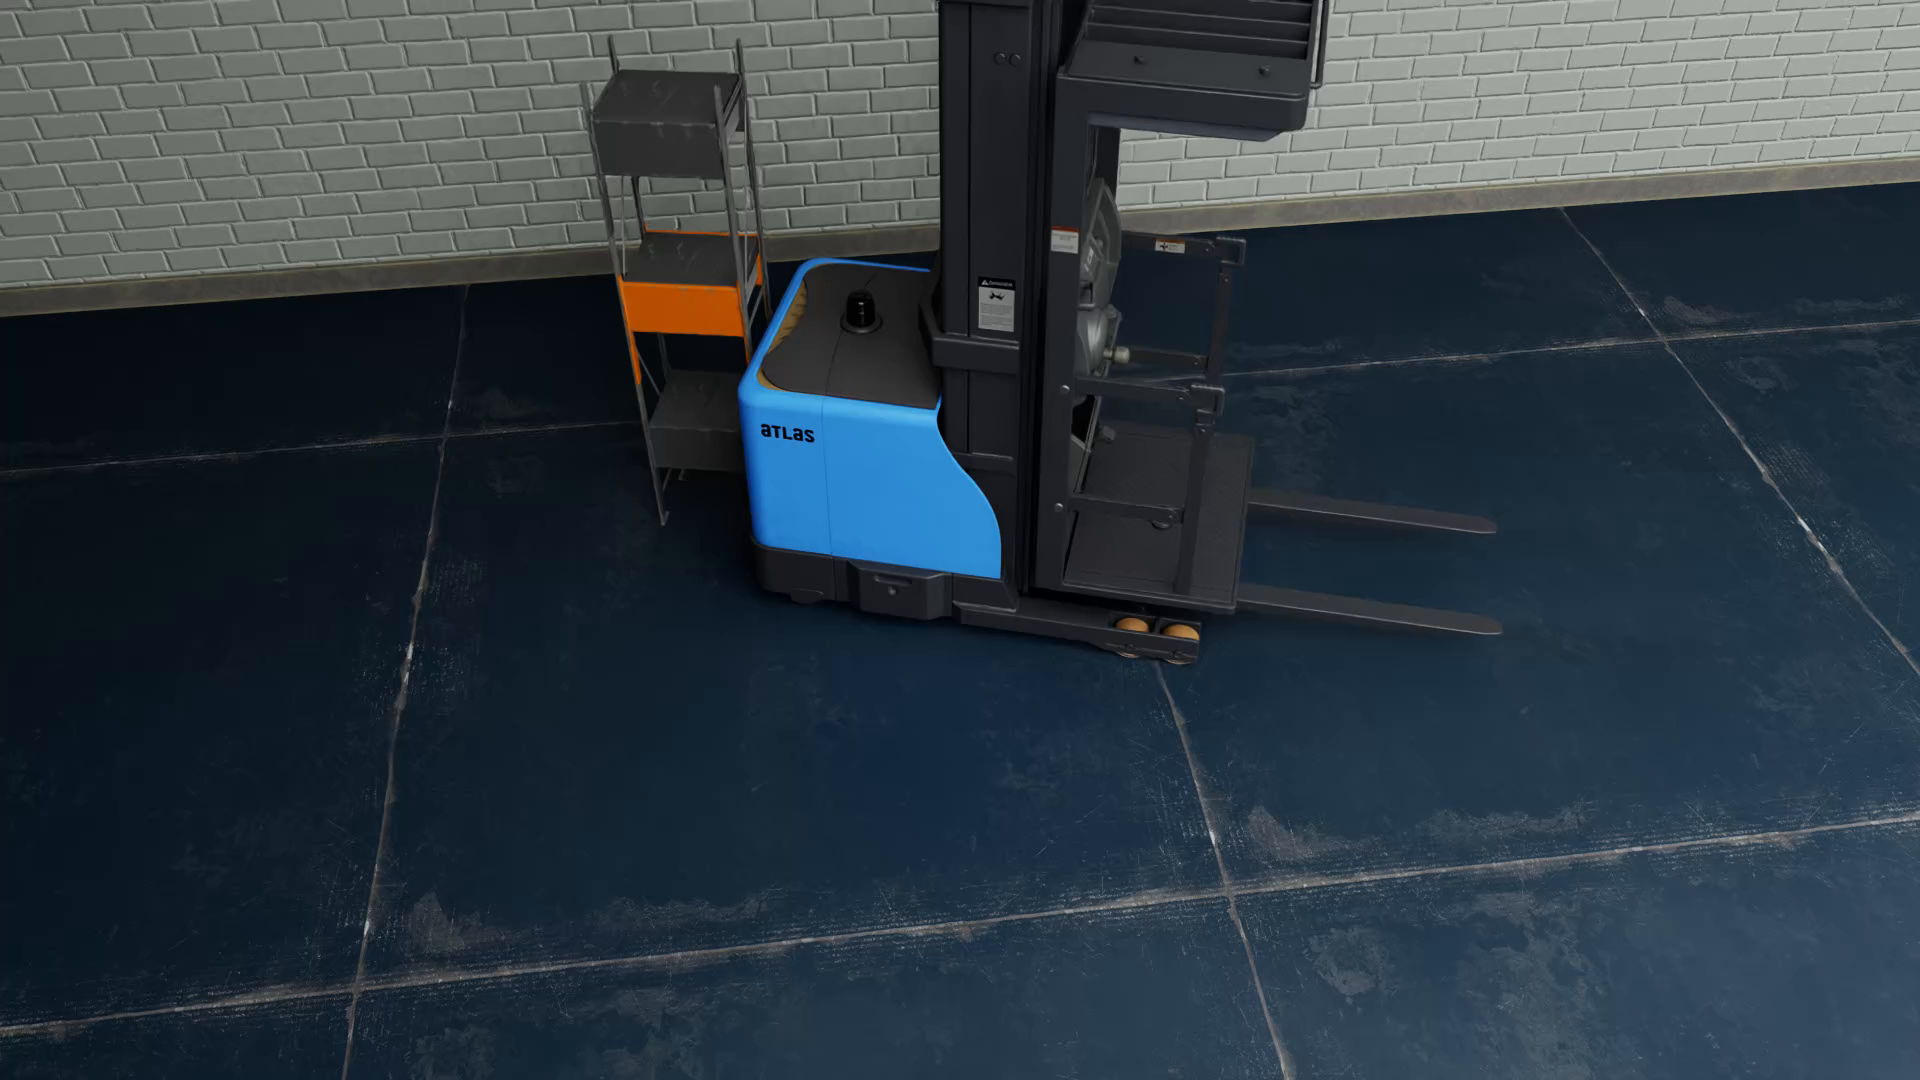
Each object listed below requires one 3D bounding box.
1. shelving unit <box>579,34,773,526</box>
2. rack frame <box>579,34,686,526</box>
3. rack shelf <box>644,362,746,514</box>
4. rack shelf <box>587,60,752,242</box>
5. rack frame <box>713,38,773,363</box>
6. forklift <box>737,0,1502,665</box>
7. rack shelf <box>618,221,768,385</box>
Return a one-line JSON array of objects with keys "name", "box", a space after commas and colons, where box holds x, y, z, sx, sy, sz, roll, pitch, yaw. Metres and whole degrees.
[{"name": "shelving unit", "box": [-1.063, -0.960, 6.739, 0.503, 2.100, 0.431, 4, 42, 6]}, {"name": "rack frame", "box": [-1.305, -0.975, 6.763, 0.015, 2.100, 0.400, 4, 42, 6]}, {"name": "rack shelf", "box": [-1.049, -0.430, 7.217, 0.480, 0.518, 0.431, 4, 42, 6]}, {"name": "rack shelf", "box": [-1.076, -1.470, 6.280, 0.480, 0.518, 0.431, 4, 42, 6]}, {"name": "rack frame", "box": [-0.820, -0.945, 6.716, 0.015, 2.100, 0.400, 4, 42, 6]}, {"name": "forklift", "box": [0.705, -0.976, 6.144, 3.031, 2.935, 1.130, 8, 43, 9]}, {"name": "rack shelf", "box": [-1.062, -0.950, 6.749, 0.480, 0.518, 0.431, 4, 42, 6]}]
